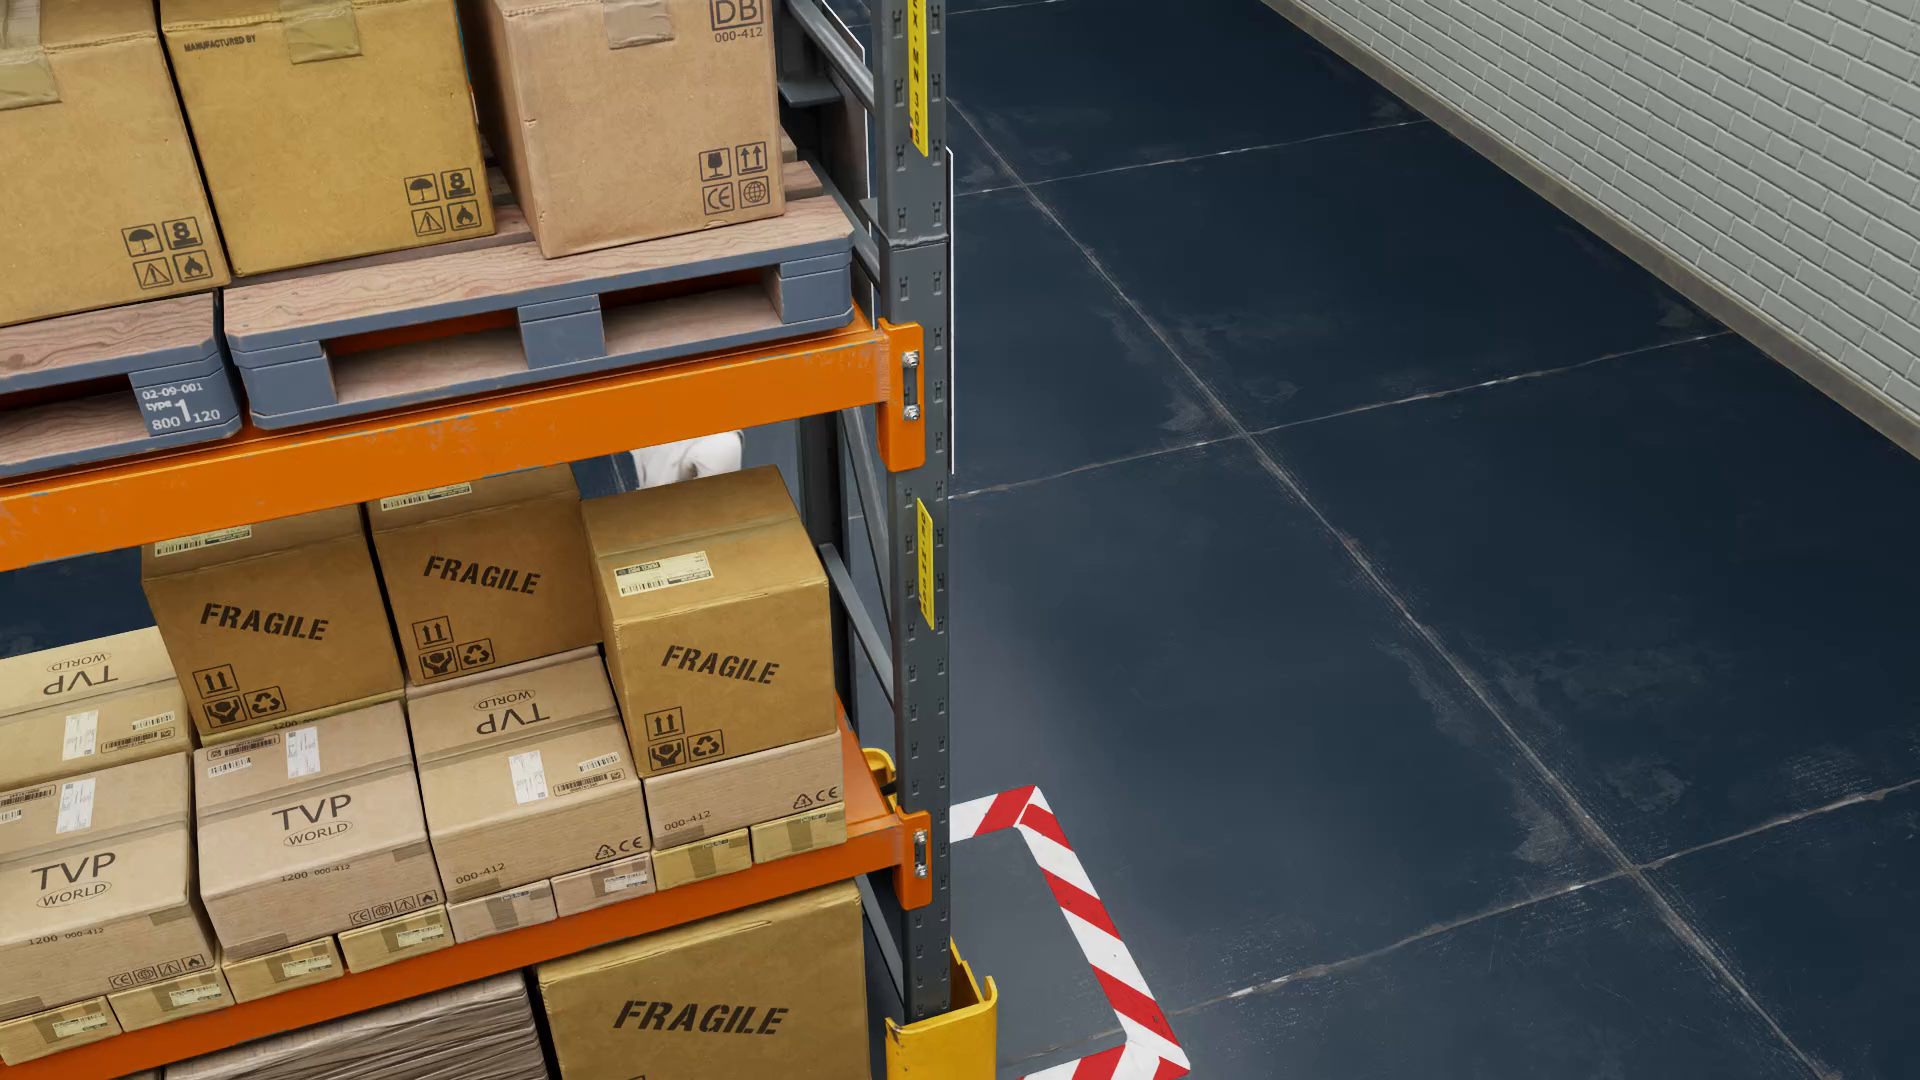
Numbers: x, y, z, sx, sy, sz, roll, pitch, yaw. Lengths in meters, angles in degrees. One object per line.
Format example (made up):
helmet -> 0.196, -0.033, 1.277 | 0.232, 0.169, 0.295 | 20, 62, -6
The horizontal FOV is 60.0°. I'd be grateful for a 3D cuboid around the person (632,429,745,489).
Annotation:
person -> -0.984, 0.008, 6.129 | 0.373, 1.757, 0.569 | -22, 43, -26
